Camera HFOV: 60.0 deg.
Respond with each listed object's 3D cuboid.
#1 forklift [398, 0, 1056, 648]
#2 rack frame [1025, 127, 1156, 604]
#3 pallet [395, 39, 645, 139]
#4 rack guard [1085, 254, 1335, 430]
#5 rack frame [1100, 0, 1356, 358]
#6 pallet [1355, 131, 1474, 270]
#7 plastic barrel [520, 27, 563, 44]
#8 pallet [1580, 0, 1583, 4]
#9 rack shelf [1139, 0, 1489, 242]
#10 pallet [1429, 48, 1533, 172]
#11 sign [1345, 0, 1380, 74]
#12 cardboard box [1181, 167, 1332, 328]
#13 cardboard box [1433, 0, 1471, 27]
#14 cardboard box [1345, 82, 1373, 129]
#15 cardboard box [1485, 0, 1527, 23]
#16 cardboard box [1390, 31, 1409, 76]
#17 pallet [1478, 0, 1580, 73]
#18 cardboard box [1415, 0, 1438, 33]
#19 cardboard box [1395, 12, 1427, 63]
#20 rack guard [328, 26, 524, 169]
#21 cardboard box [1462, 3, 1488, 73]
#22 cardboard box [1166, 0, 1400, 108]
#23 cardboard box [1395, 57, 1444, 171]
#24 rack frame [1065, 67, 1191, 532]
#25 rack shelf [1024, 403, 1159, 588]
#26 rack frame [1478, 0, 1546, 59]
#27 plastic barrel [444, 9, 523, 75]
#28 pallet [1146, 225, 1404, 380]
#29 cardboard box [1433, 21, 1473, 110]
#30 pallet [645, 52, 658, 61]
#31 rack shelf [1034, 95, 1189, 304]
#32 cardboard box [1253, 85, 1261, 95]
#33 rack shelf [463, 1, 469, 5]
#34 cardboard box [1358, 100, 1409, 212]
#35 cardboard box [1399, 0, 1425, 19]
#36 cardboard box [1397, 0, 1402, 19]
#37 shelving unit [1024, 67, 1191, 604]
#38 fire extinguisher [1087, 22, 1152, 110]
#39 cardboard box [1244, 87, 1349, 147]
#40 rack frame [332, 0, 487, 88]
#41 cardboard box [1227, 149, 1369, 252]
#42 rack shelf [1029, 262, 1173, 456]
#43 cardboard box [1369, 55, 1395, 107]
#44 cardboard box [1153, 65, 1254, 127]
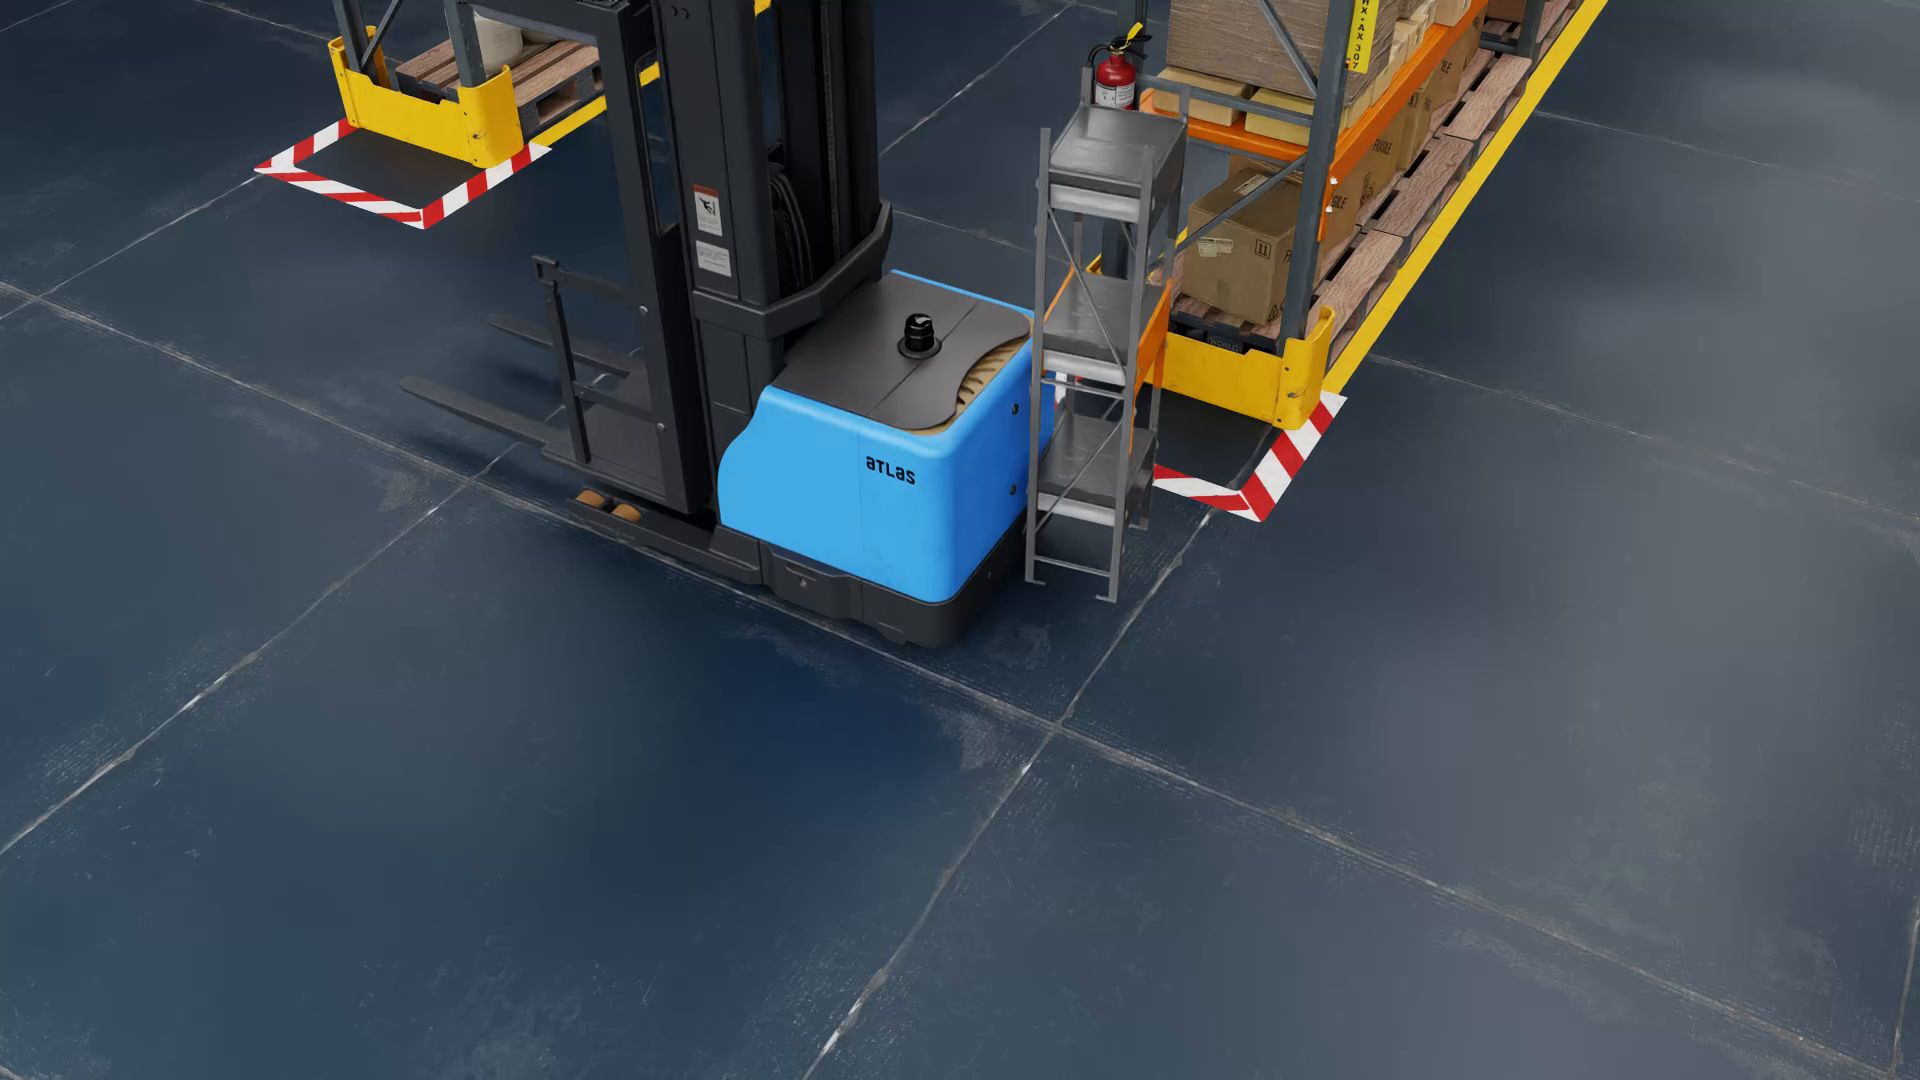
[{"bbox_3d":[-1.135,-1.373,6.592,3.031,2.935,1.130,20,45,21],"label":"forklift"},{"bbox_3d":[0.465,-0.571,6.310,0.400,2.100,0.015,14,43,15],"label":"rack frame"},{"bbox_3d":[-2.752,-2.988,10.484,1.003,0.211,1.213,21,45,22],"label":"pallet"},{"bbox_3d":[1.166,-0.980,7.985,1.175,0.500,0.348,21,45,22],"label":"rack guard"},{"bbox_3d":[1.128,-1.875,7.109,1.000,3.000,0.127,21,45,22],"label":"rack frame"},{"bbox_3d":[2.214,-2.020,9.384,1.003,0.211,1.213,21,45,22],"label":"pallet"},{"bbox_3d":[-2.646,-3.425,10.435,0.421,0.512,0.421,0,41,0],"label":"plastic barrel"},{"bbox_3d":[4.127,-4.264,11.932,1.003,0.211,1.213,21,45,22],"label":"pallet"},{"bbox_3d":[2.129,-2.749,8.646,1.077,0.370,4.000,21,45,22],"label":"rack shelf"},{"bbox_3d":[2.824,-2.721,10.180,1.003,0.211,1.213,21,45,22],"label":"pallet"},{"bbox_3d":[1.598,-2.020,6.619,0.100,0.325,0.005,21,45,22],"label":"sign"},{"bbox_3d":[1.455,-1.446,8.196,0.500,0.500,0.500,30,49,29],"label":"cardboard box"},{"bbox_3d":[2.311,-2.691,8.226,0.380,0.149,0.250,21,45,22],"label":"cardboard box"},{"bbox_3d":[1.619,-2.001,7.443,0.380,0.149,0.250,21,45,22],"label":"cardboard box"},{"bbox_3d":[3.455,-3.735,10.780,0.700,0.500,0.500,18,44,19],"label":"cardboard box"},{"bbox_3d":[1.864,-2.289,7.770,0.380,0.149,0.250,21,45,22],"label":"cardboard box"},{"bbox_3d":[3.518,-3.563,11.136,1.003,0.211,1.213,21,45,22],"label":"pallet"},{"bbox_3d":[2.097,-2.582,8.102,0.380,0.149,0.250,21,45,22],"label":"cardboard box"},{"bbox_3d":[1.995,-2.430,7.930,0.380,0.149,0.250,21,45,22],"label":"cardboard box"},{"bbox_3d":[-3.163,-2.634,9.862,1.175,0.500,0.348,21,45,22],"label":"rack guard"},{"bbox_3d":[2.895,-3.167,10.151,0.500,0.500,0.500,20,45,21],"label":"cardboard box"},{"bbox_3d":[1.427,-2.329,7.325,0.875,0.500,0.500,21,45,22],"label":"cardboard box"},{"bbox_3d":[2.372,-2.456,9.343,0.500,0.500,0.500,17,44,18],"label":"cardboard box"},{"bbox_3d":[0.632,-0.874,6.654,0.400,2.100,0.015,14,43,15],"label":"rack frame"},{"bbox_3d":[0.549,-0.187,6.954,0.431,0.518,0.480,14,43,15],"label":"rack shelf"},{"bbox_3d":[3.129,-4.163,9.708,1.000,3.000,0.127,21,45,22],"label":"rack frame"},{"bbox_3d":[-2.897,-3.138,10.109,0.421,0.512,0.421,0,41,0],"label":"plastic barrel"},{"bbox_3d":[1.603,-1.325,8.595,1.003,0.211,1.213,21,45,22],"label":"pallet"},{"bbox_3d":[2.615,-2.837,9.776,0.500,0.500,0.500,-30,50,-30],"label":"cardboard box"},{"bbox_3d":[-2.141,-3.684,11.273,1.003,0.211,1.213,21,45,22],"label":"pallet"},{"bbox_3d":[0.549,-1.238,6.029,0.431,0.518,0.480,14,43,15],"label":"rack shelf"},{"bbox_3d":[1.217,-2.154,7.617,0.380,0.149,0.250,21,45,22],"label":"cardboard box"},{"bbox_3d":[-2.160,-4.387,10.506,1.077,0.370,4.000,21,45,22],"label":"rack shelf"},{"bbox_3d":[2.054,-2.151,8.997,0.500,0.500,0.500,25,47,26],"label":"cardboard box"},{"bbox_3d":[1.861,-2.927,8.003,0.875,0.500,0.500,21,45,22],"label":"cardboard box"},{"bbox_3d":[1.573,-2.655,7.695,0.875,0.500,0.500,21,45,22],"label":"cardboard box"},{"bbox_3d":[0.549,-0.723,6.482,0.431,2.100,0.503,14,43,15],"label":"shelving unit"},{"bbox_3d":[0.672,-1.932,7.233,0.296,0.674,0.183,21,45,22],"label":"fire extinguisher"},{"bbox_3d":[1.477,-1.865,7.288,0.380,0.149,0.250,21,45,22],"label":"cardboard box"},{"bbox_3d":[-3.160,-3.513,8.969,1.000,3.000,0.127,21,45,22],"label":"rack frame"},{"bbox_3d":[1.724,-1.799,8.597,0.500,0.500,0.500,-33,51,-32],"label":"cardboard box"},{"bbox_3d":[0.549,-0.713,6.491,0.431,0.518,0.480,14,43,15],"label":"rack shelf"},{"bbox_3d":[1.757,-2.139,7.600,0.380,0.149,0.250,21,45,22],"label":"cardboard box"},{"bbox_3d":[1.092,-2.012,7.455,0.380,0.149,0.250,21,45,22],"label":"cardboard box"}]
